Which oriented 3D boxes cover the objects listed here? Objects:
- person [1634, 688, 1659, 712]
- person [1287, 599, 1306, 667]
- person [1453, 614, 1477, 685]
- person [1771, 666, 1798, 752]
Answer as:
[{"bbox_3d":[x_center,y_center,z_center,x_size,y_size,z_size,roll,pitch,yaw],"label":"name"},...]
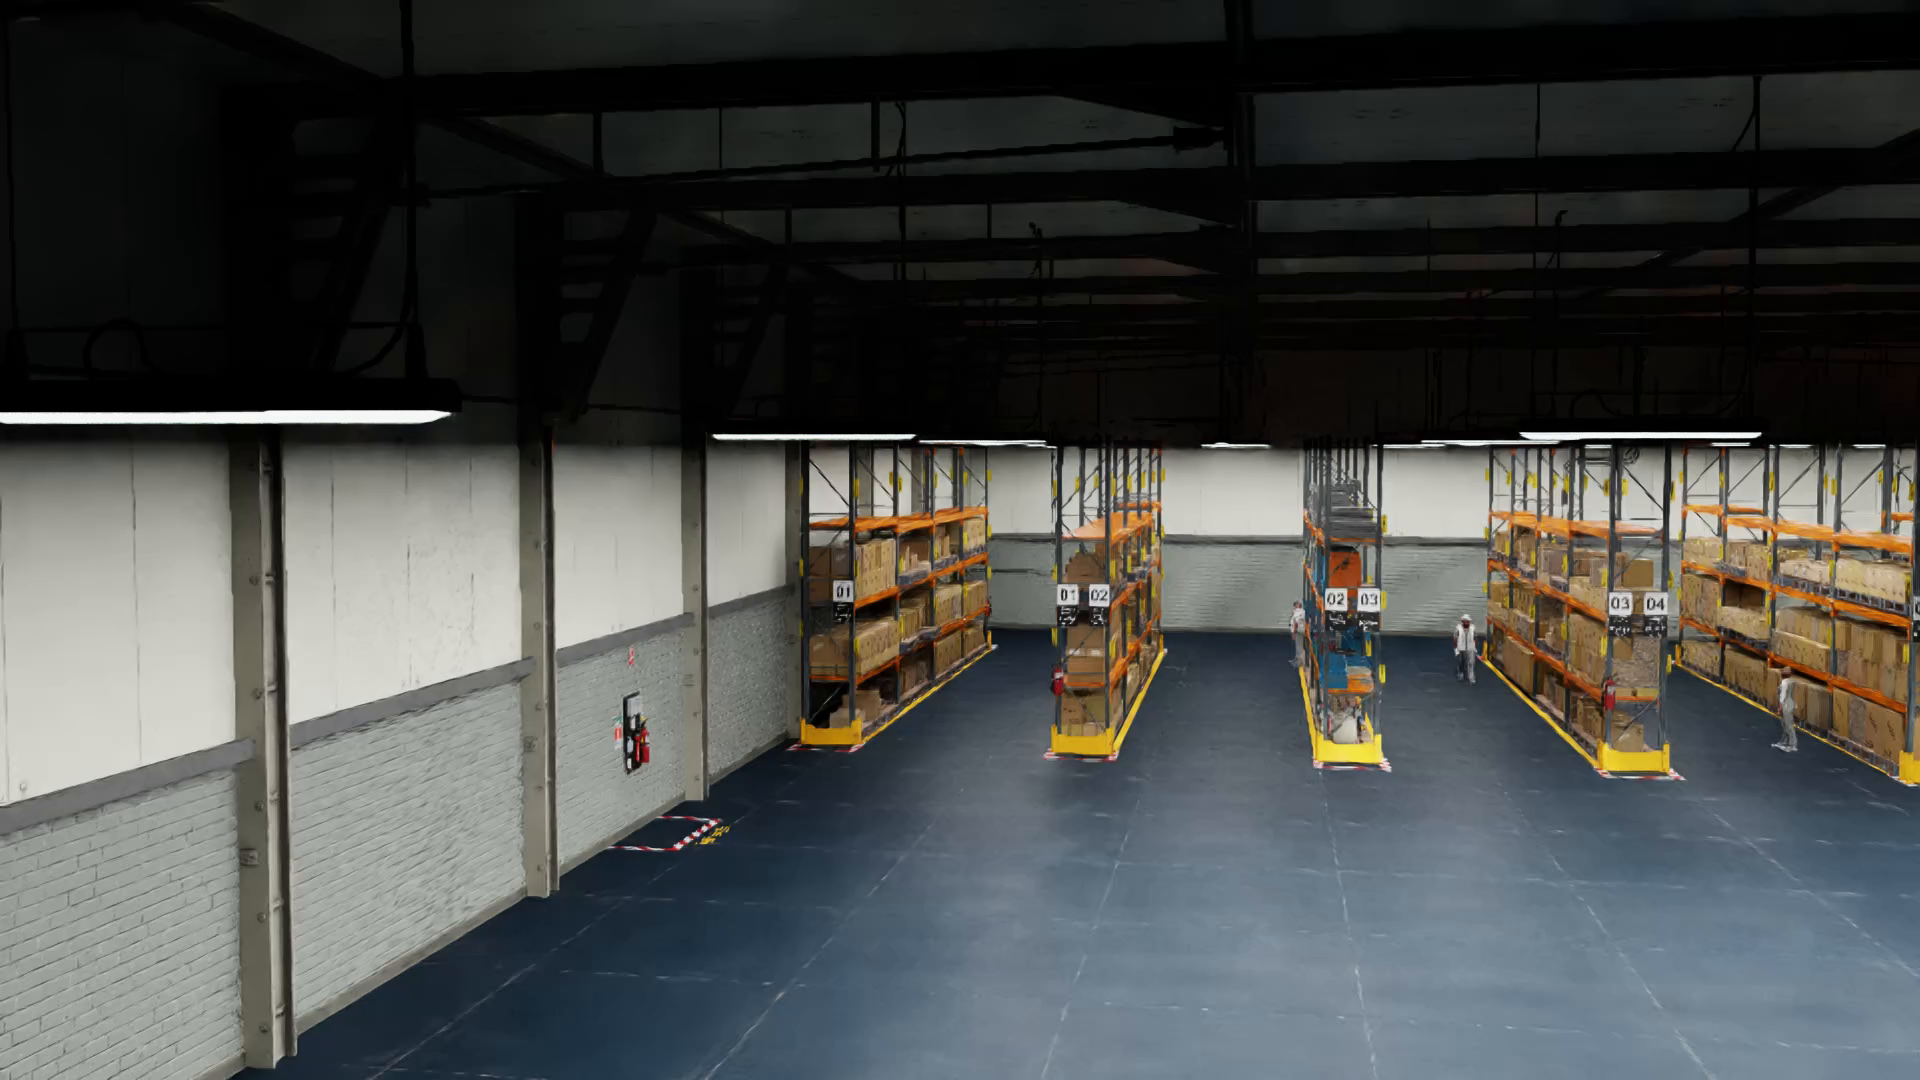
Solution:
[{"bbox_3d":[15.050,2.928,36.365,0.448,1.622,0.996,0,3,2],"label":"person"},{"bbox_3d":[8.929,2.450,44.067,0.562,1.751,0.636,2,3,27],"label":"person"},{"bbox_3d":[12.386,2.653,40.752,0.566,1.706,1.122,1,3,13],"label":"person"},{"bbox_3d":[15.710,3.199,31.653,0.527,1.592,0.523,3,4,43],"label":"person"}]
